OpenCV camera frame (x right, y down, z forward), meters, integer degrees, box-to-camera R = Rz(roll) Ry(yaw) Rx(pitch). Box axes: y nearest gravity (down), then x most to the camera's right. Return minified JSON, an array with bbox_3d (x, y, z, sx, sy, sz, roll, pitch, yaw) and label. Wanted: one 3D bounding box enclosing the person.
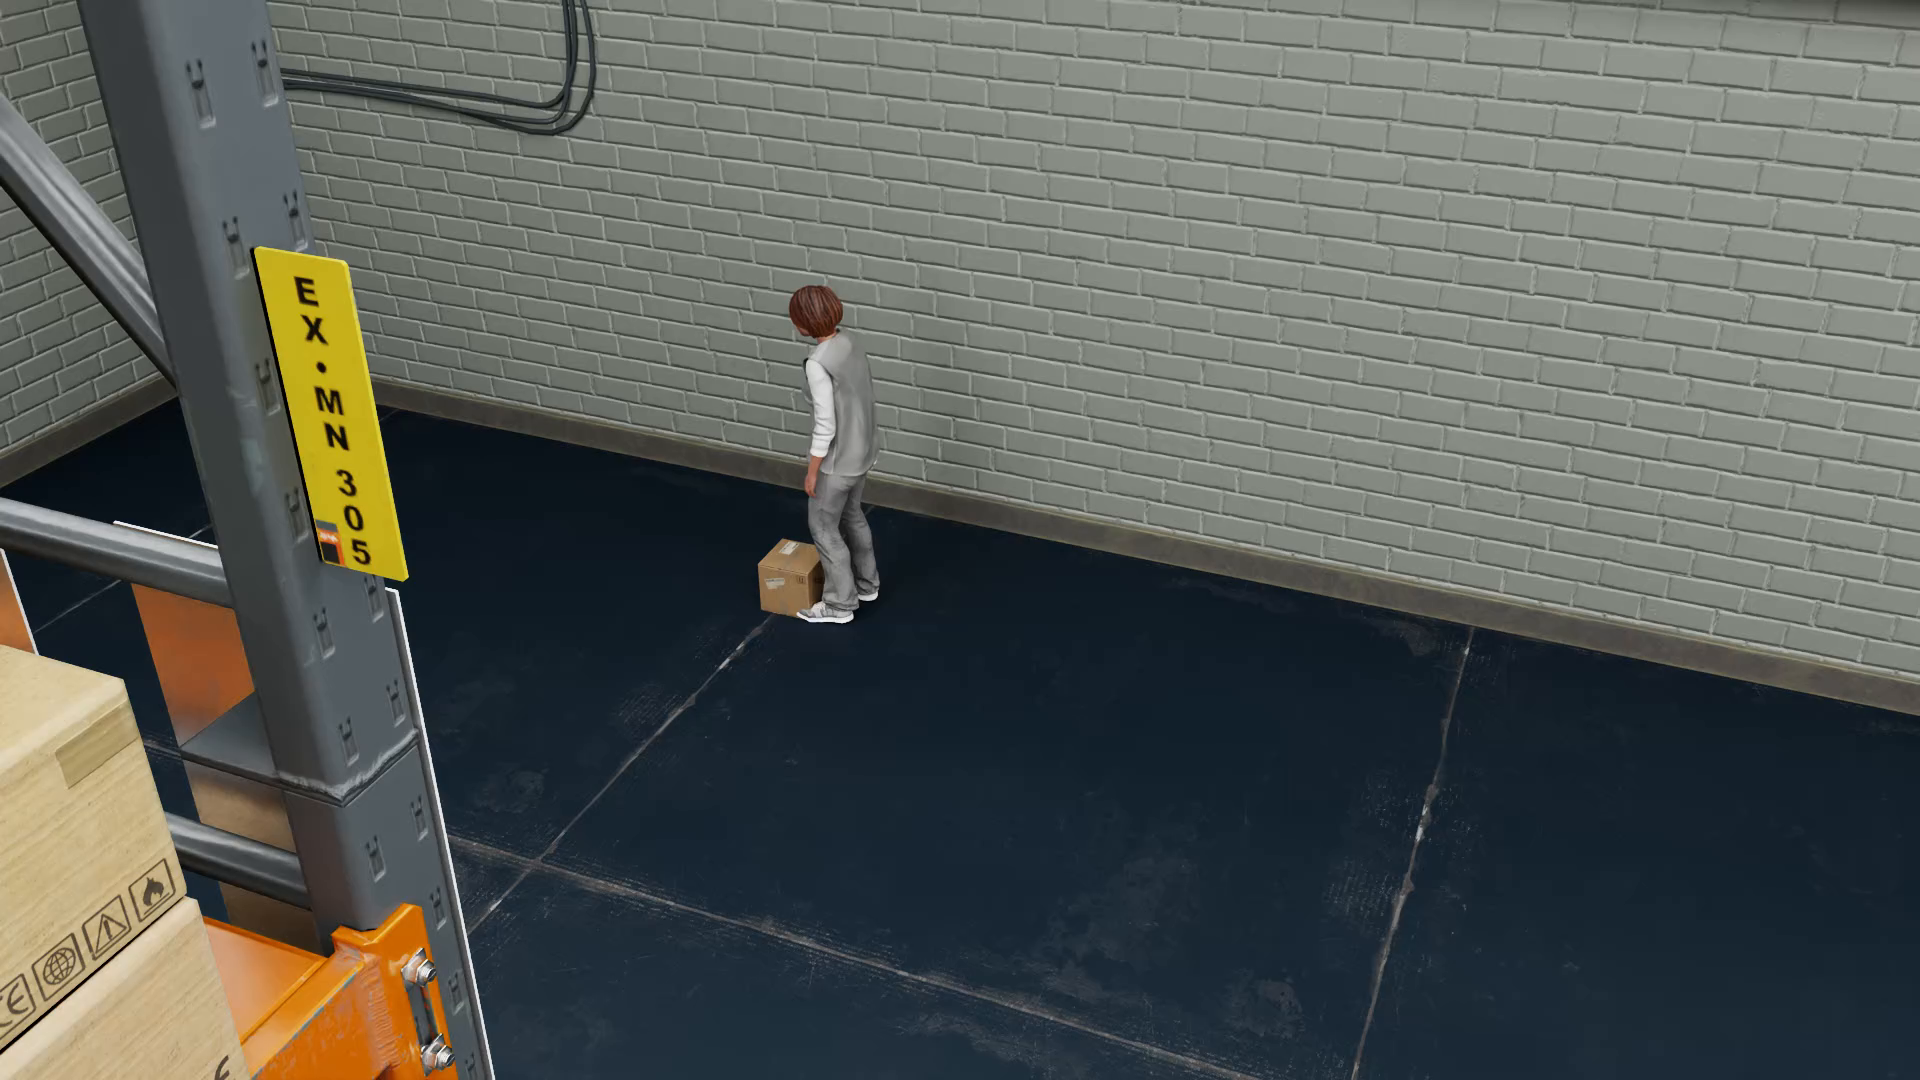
[{"bbox_3d":[-0.543,-0.355,7.266,0.367,1.582,0.477,11,32,18],"label":"person"}]
